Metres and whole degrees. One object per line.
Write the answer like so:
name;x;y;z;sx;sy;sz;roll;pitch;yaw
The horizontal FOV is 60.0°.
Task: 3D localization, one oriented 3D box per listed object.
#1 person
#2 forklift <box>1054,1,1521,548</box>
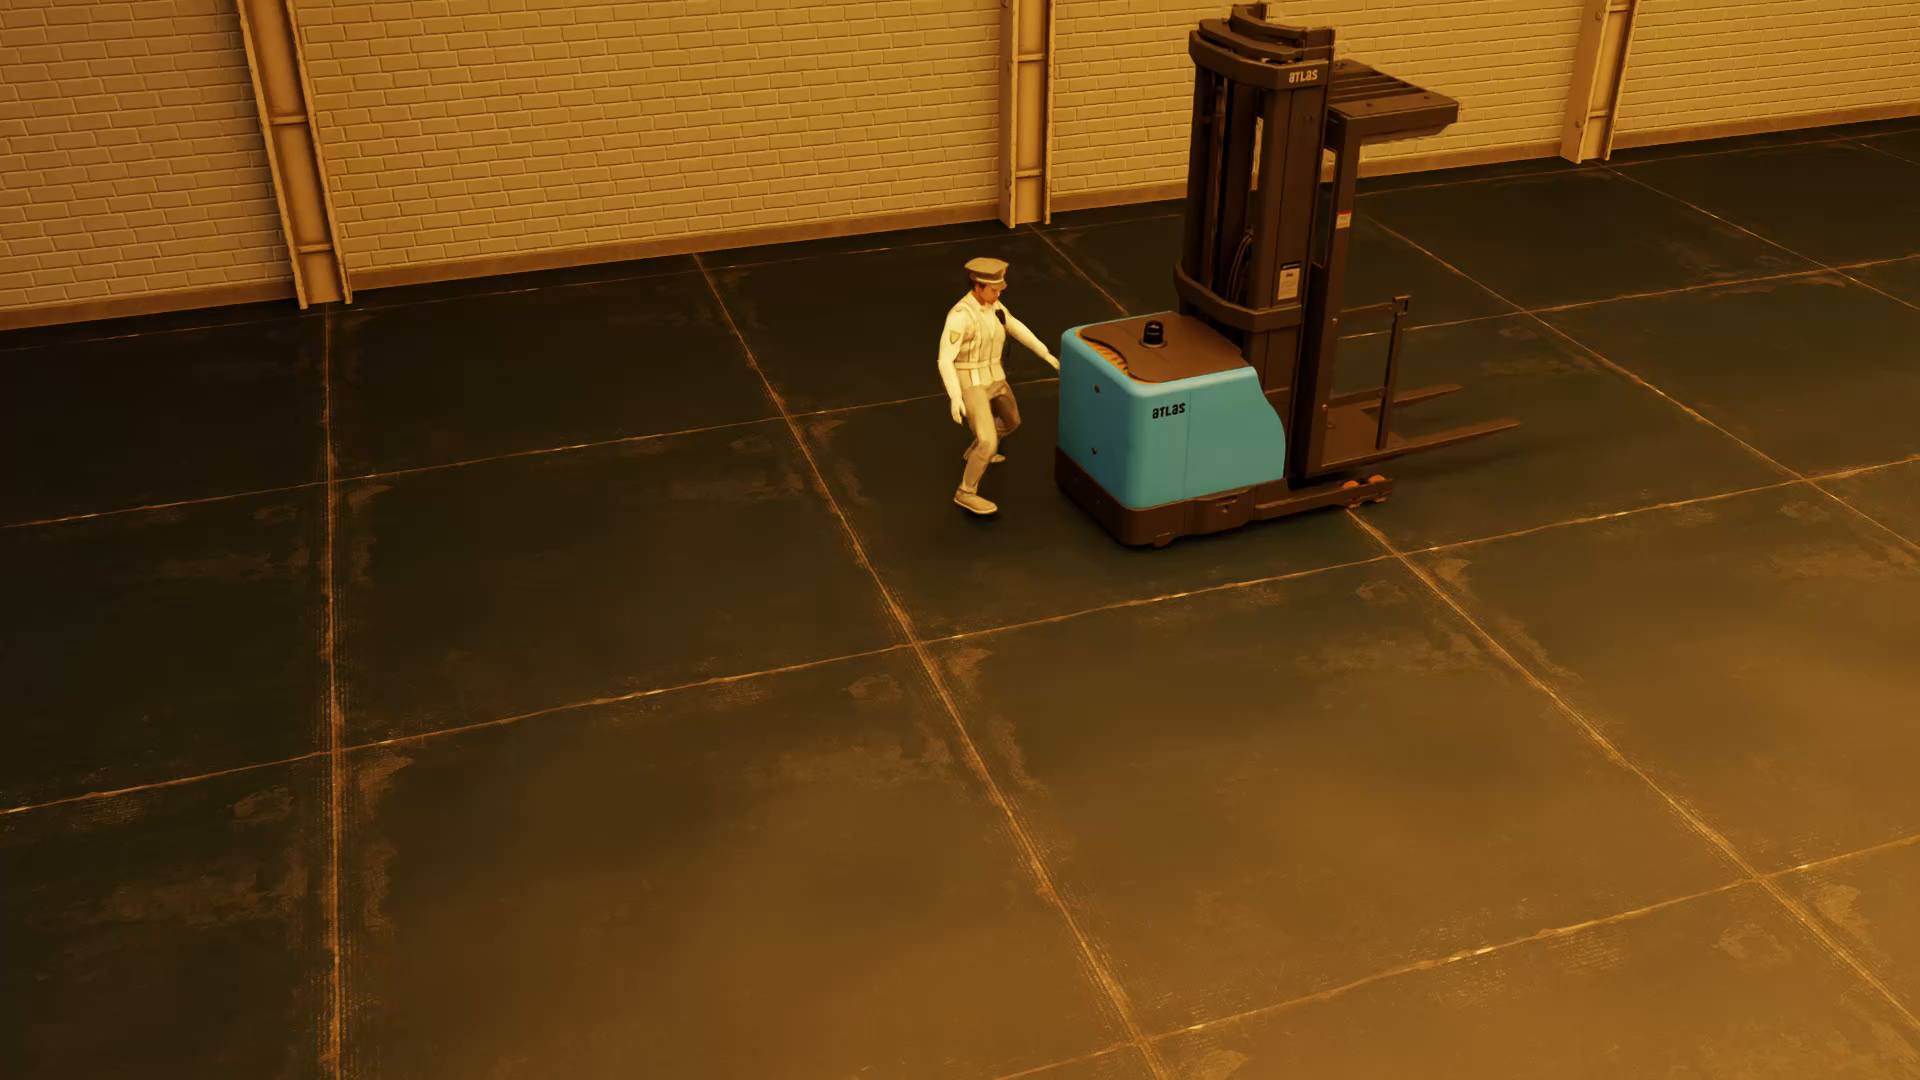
person;0.174;-0.988;10.256;0.683;1.544;0.881;23;37;34
forklift;2.165;-1.699;10.039;3.031;2.935;1.130;-12;32;-20
